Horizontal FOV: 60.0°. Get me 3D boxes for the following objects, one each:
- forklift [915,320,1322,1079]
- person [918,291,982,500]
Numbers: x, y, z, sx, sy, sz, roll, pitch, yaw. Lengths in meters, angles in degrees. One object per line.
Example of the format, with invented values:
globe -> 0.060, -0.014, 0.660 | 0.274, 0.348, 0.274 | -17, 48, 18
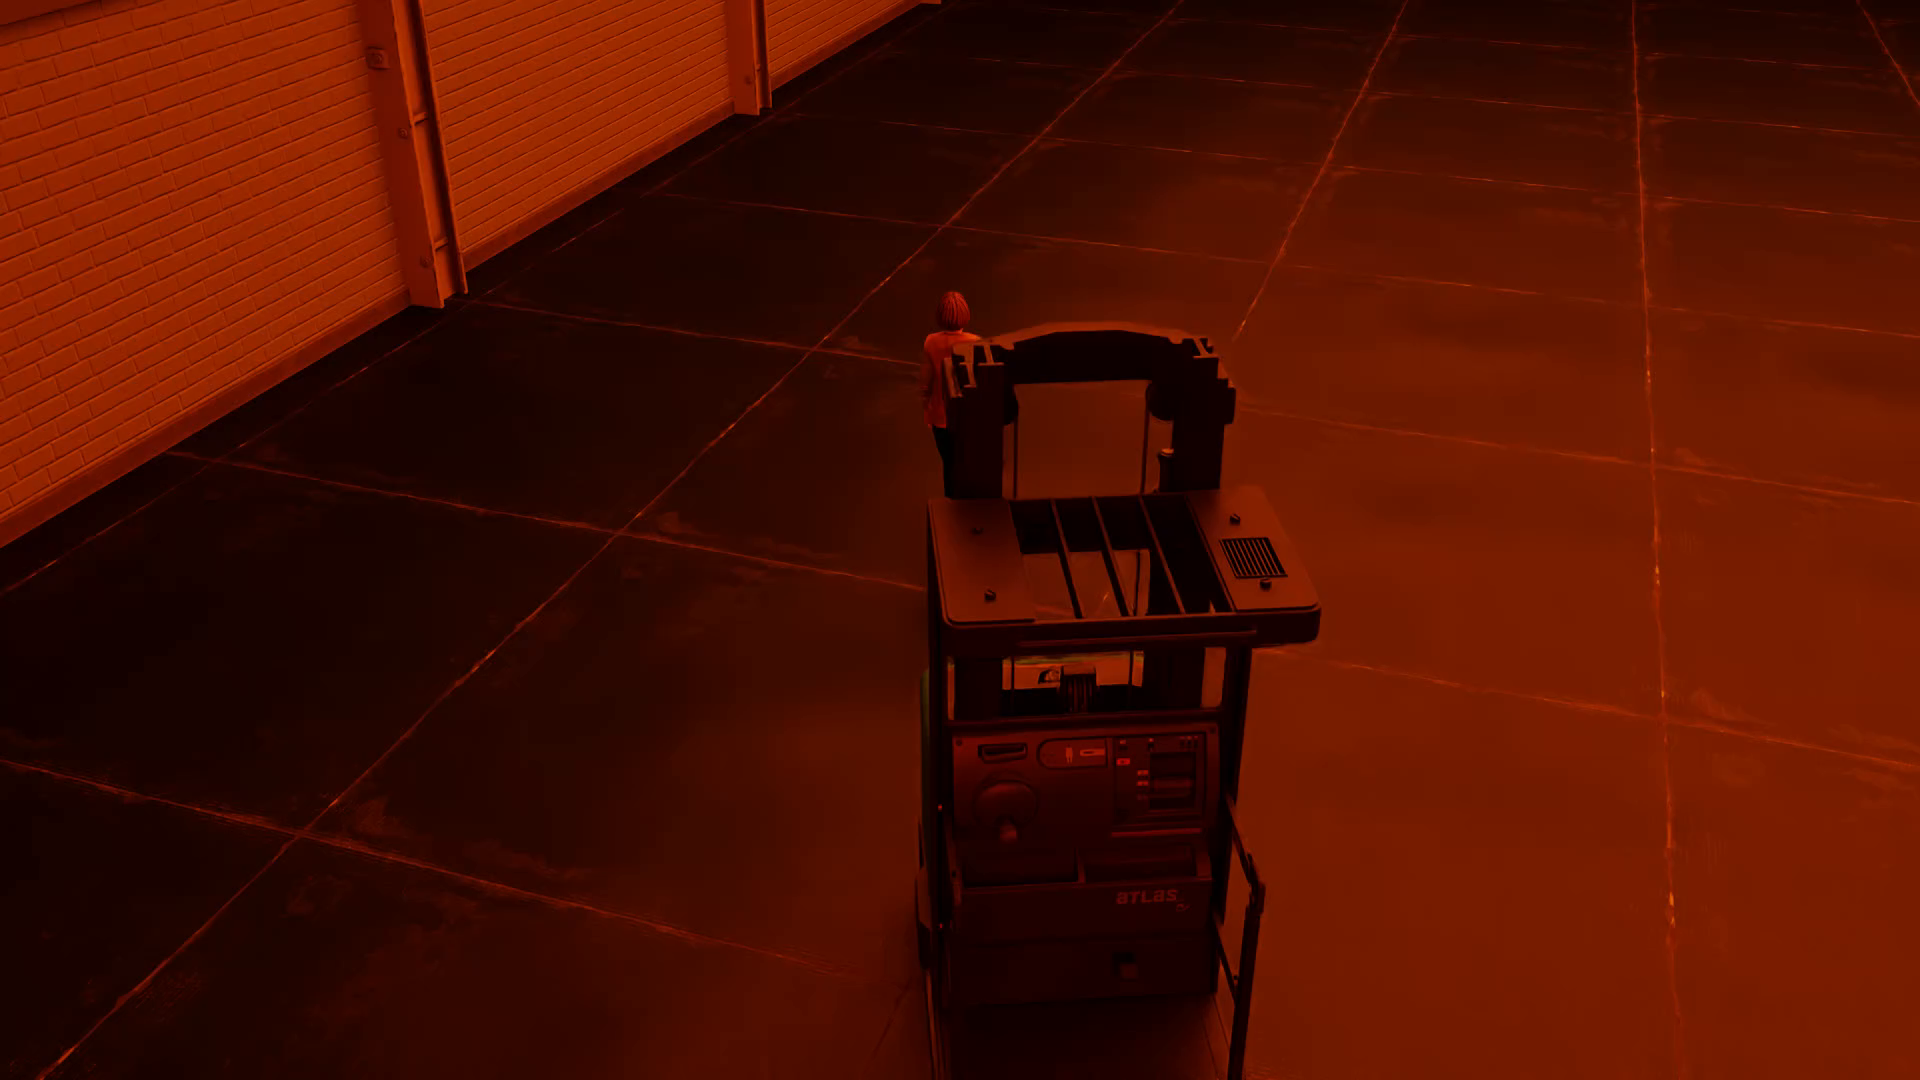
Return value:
forklift -> 0.459, 0.886, 5.582 | 1.130, 2.935, 3.031 | -2, 30, -4
person -> 0.038, -0.733, 9.754 | 0.520, 1.599, 0.473 | 10, 31, 16
